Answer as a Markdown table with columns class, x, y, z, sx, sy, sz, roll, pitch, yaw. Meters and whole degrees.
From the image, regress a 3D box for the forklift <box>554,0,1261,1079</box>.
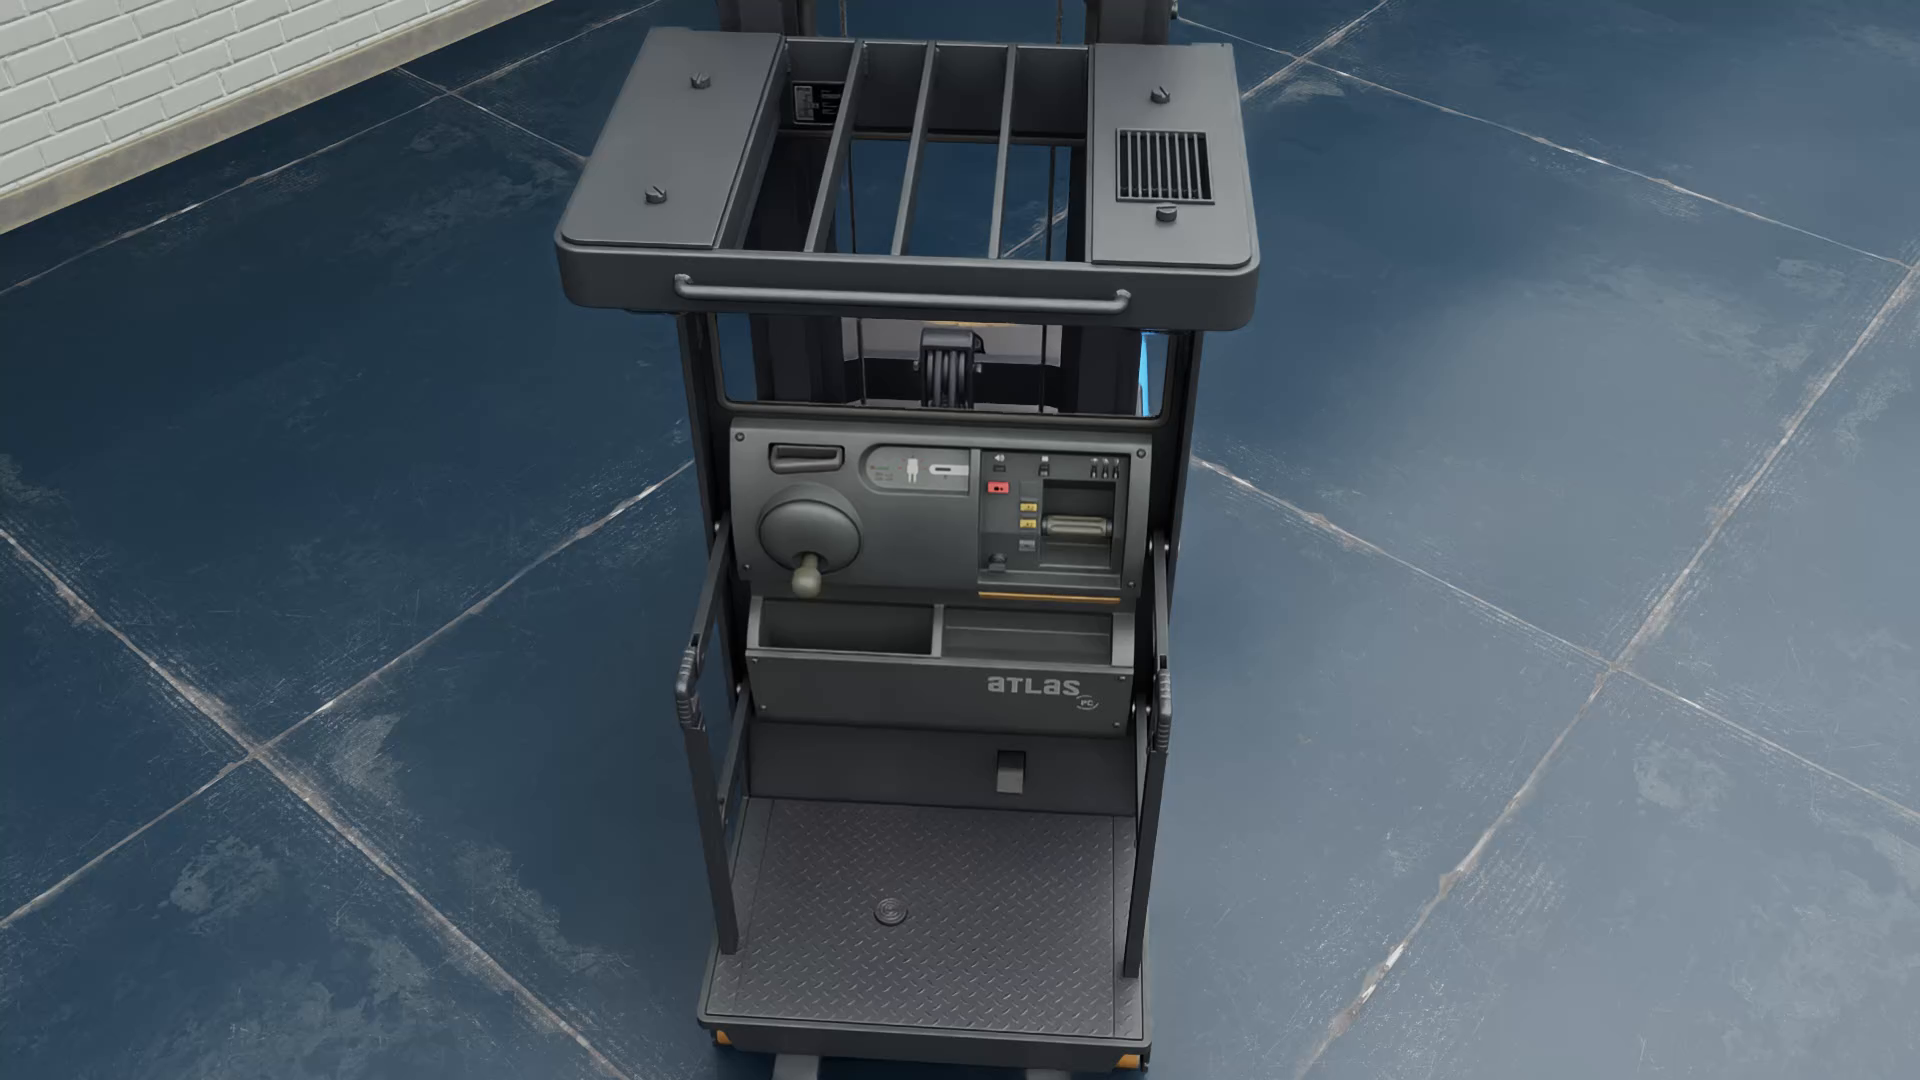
| class | x | y | z | sx | sy | sz | roll | pitch | yaw |
| --- | --- | --- | --- | --- | --- | --- | --- | --- | --- |
| forklift | -0.059 | 0.029 | 3.540 | 1.130 | 2.935 | 3.031 | 3 | 42 | 3 |
